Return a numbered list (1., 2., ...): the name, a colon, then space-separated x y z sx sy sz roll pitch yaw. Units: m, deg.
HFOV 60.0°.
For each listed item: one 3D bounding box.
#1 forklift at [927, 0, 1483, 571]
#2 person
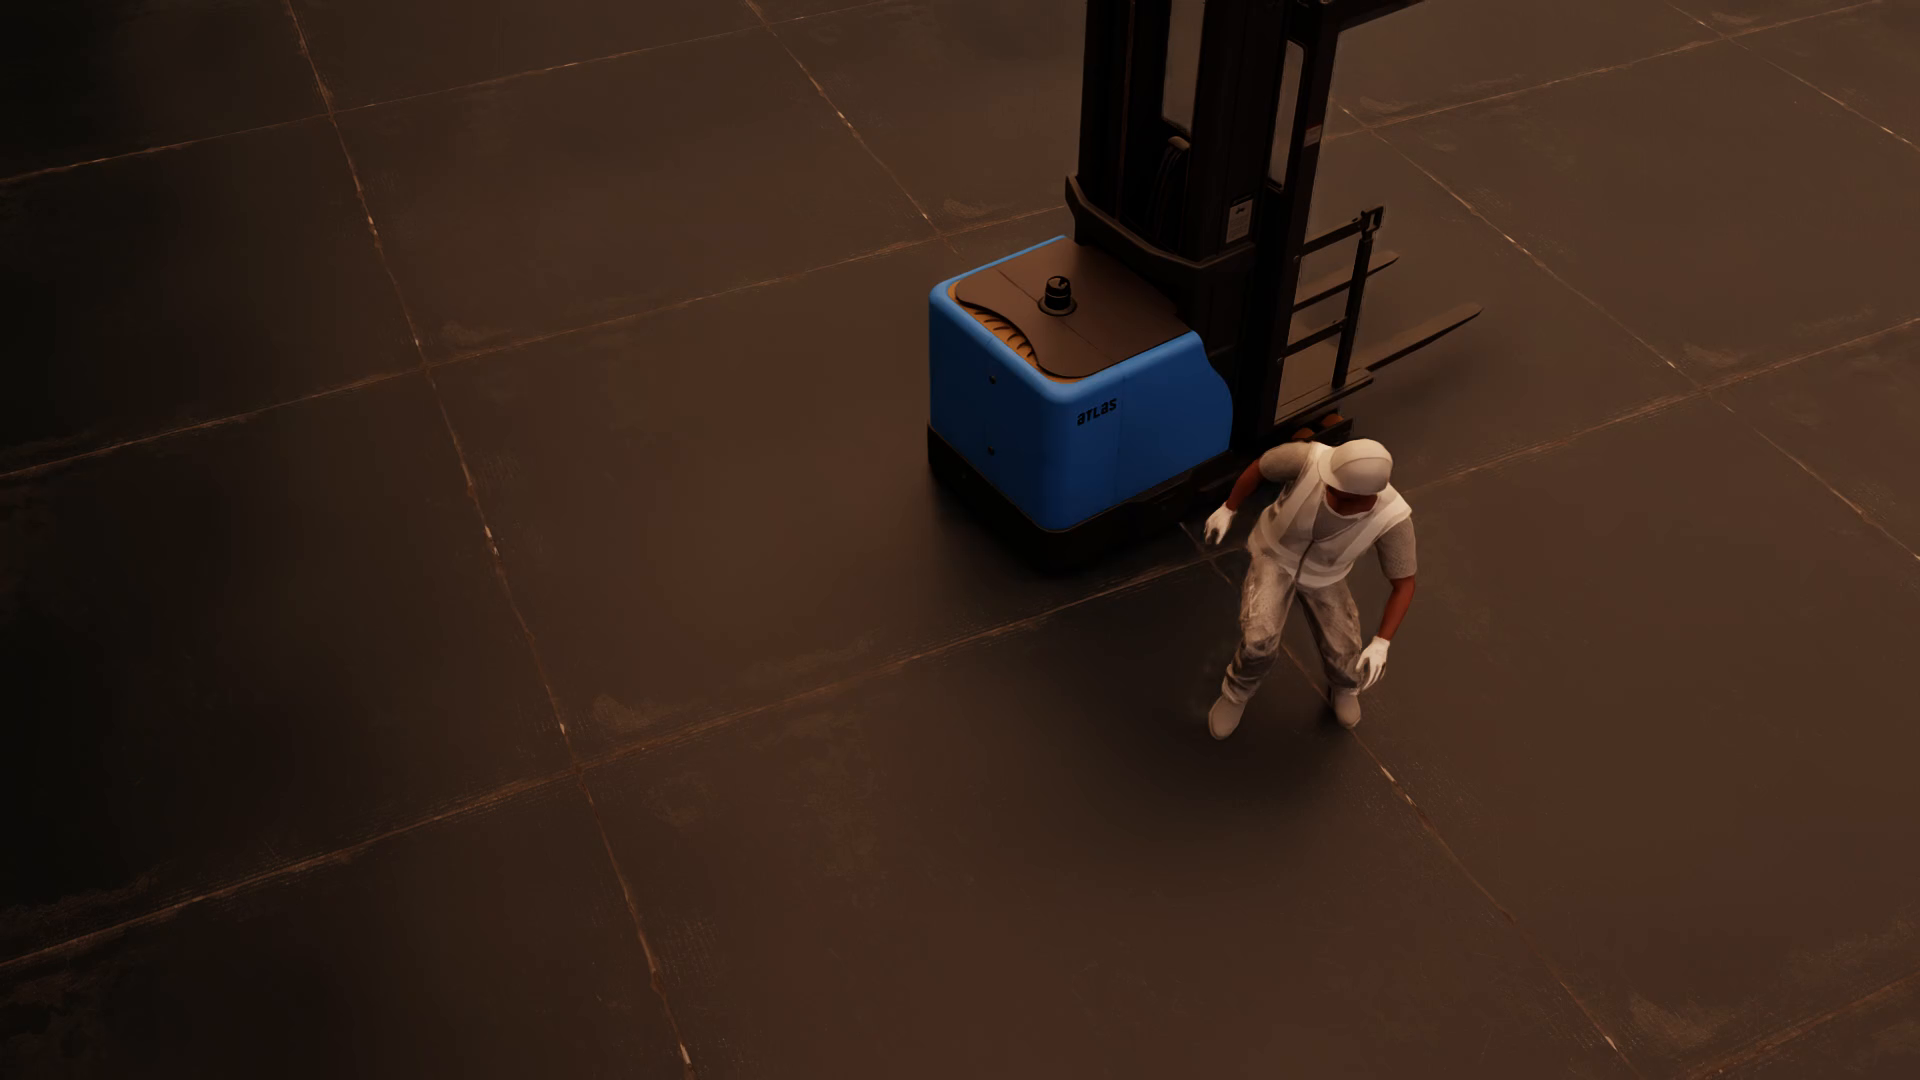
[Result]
1. forklift: 1.343 -1.732 7.536 3.031 2.935 1.130 -26 49 -25
2. person: 1.352 0.178 6.544 0.822 1.540 0.719 8 44 8
